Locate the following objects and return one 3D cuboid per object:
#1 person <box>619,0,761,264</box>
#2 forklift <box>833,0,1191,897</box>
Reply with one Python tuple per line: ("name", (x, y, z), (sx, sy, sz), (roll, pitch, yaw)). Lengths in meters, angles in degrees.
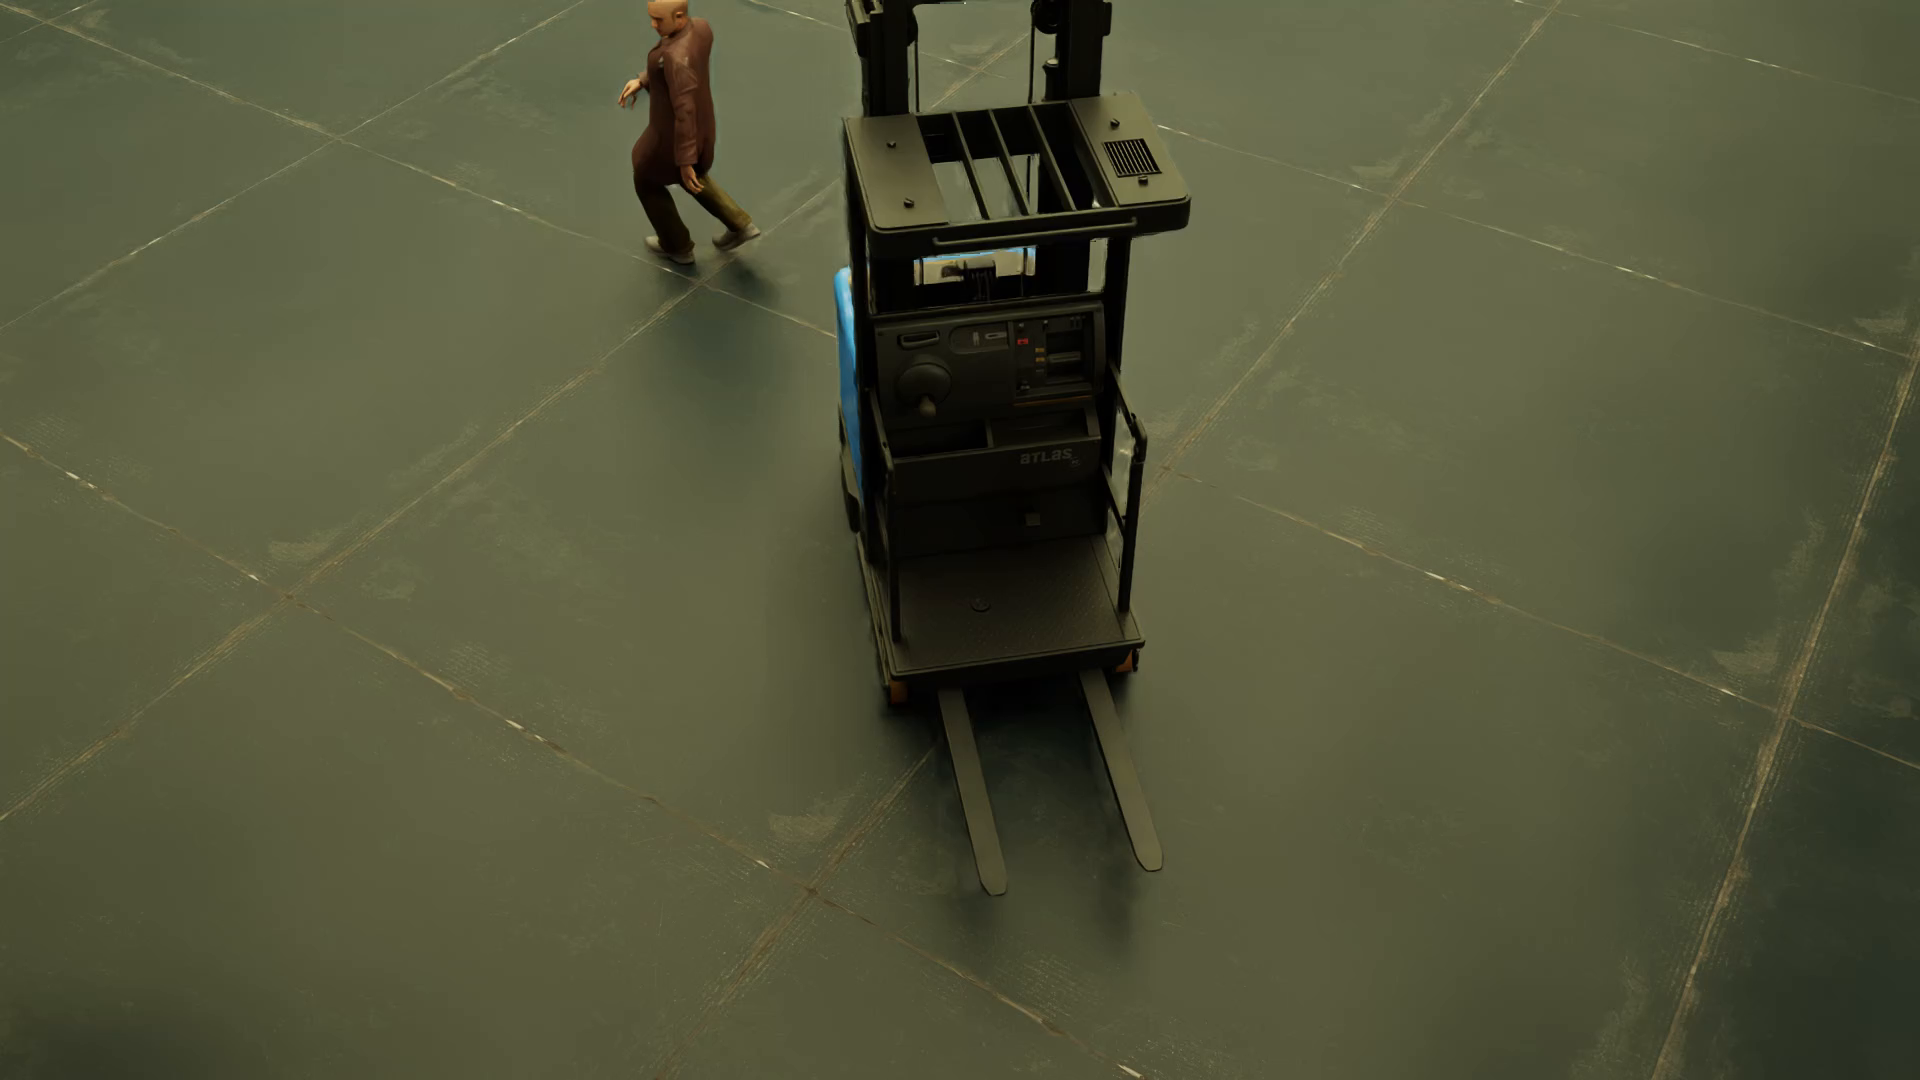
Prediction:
("person", (-1.547, -2.225, 9.095), (0.741, 1.710, 0.703), (21, 47, 21))
("forklift", (0.166, -0.630, 6.513), (1.130, 2.935, 3.031), (-7, 44, -8))
